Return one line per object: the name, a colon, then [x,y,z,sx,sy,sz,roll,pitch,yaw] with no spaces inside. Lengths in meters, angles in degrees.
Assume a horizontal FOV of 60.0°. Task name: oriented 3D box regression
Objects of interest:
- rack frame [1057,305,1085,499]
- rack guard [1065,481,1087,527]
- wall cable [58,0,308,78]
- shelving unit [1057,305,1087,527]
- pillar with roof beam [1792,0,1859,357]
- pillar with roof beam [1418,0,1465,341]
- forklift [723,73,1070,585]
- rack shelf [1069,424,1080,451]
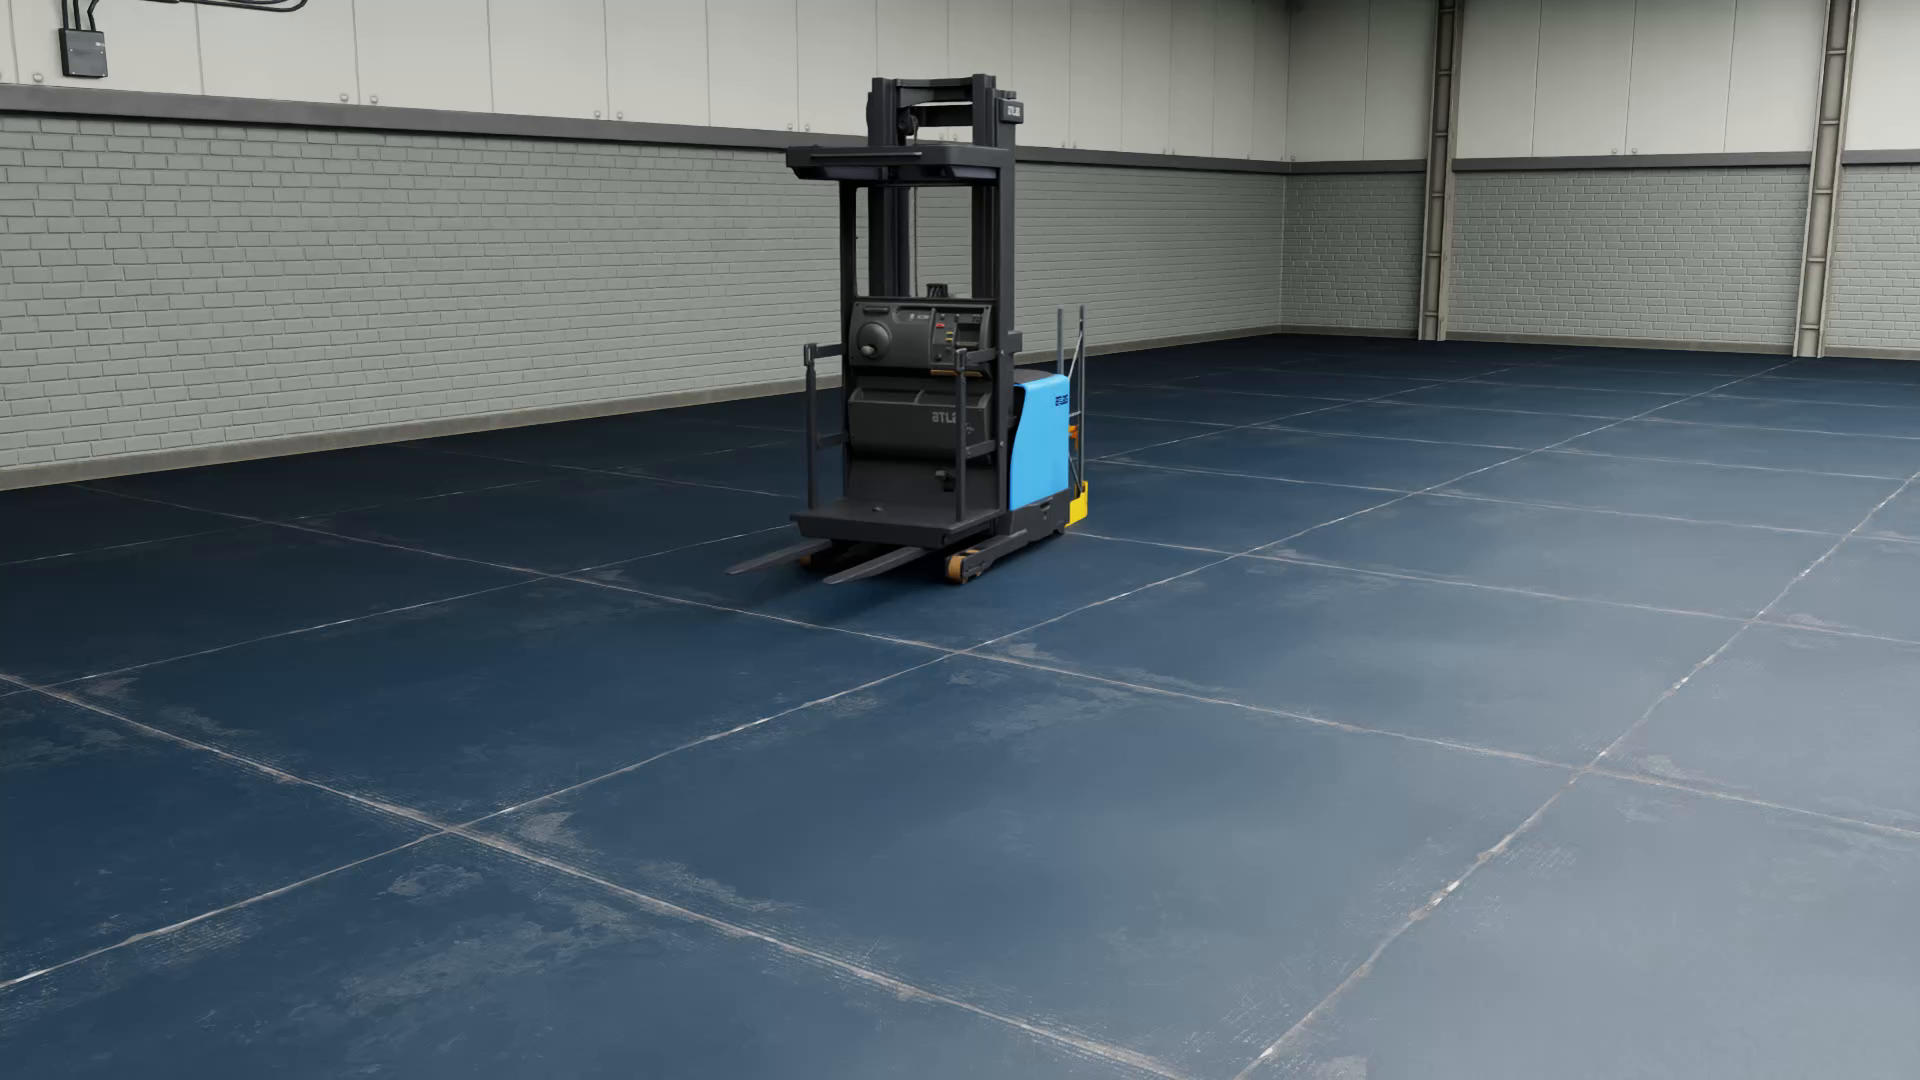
rack frame: [0.766,-0.861,11.532,0.032,1.500,0.500,5,12,22]
rack guard: [0.765,-0.248,11.651,0.087,0.250,0.587,5,12,22]
wall cable: [-6.314,-6.769,13.372,0.169,6.003,2.305,8,13,36]
shelving unit: [0.305,-0.898,11.721,1.083,1.500,0.587,5,12,22]
pillar with roof beam: [10.579,-6.603,21.467,0.400,9.000,9.100,8,13,36]
pillar with roof beam: [5.743,-7.277,24.953,0.400,9.000,9.100,8,13,36]
forklift: [-0.335,-1.279,9.924,1.130,2.935,3.031,5,12,24]
rack shelf: [0.297,-0.722,11.759,1.000,0.185,0.538,5,12,22]
